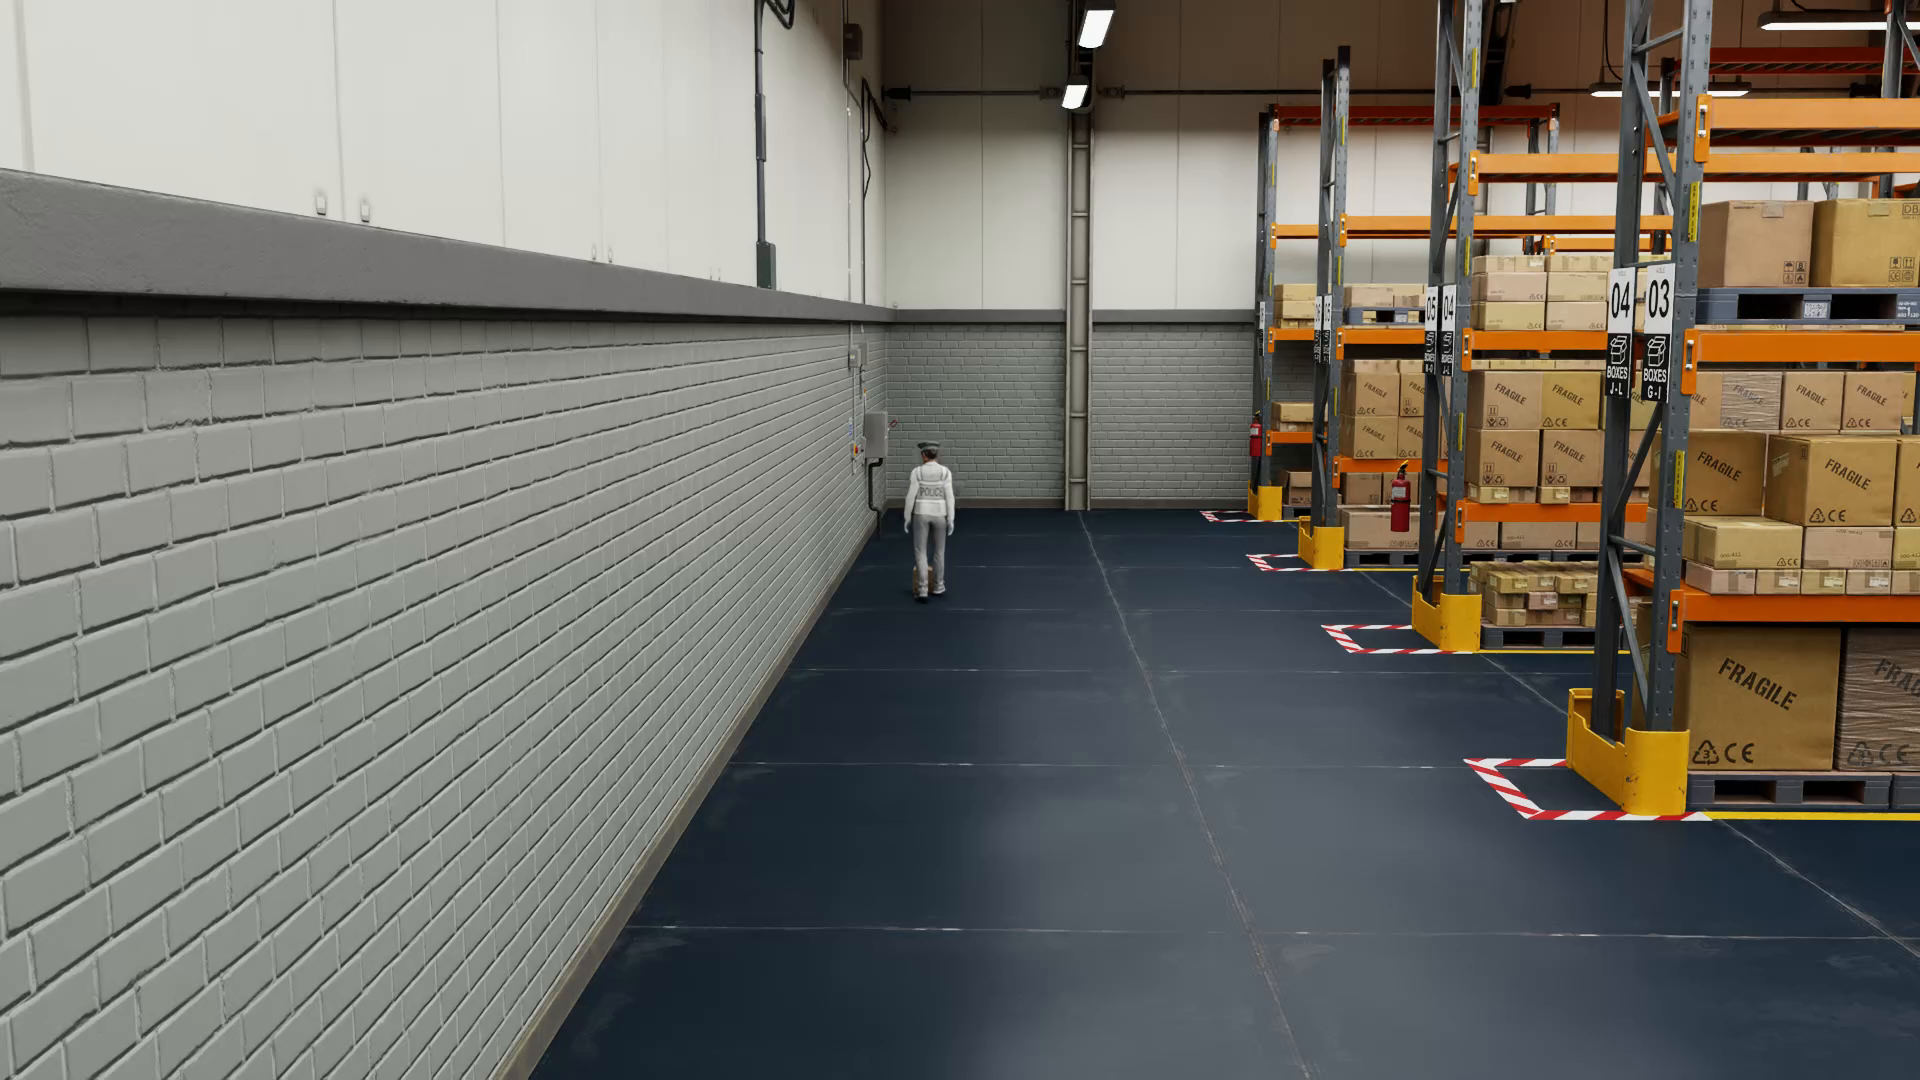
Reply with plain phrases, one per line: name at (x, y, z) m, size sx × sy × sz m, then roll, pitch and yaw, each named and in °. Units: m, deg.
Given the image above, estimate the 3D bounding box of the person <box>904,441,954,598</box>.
person at (-0.334, -0.224, 17.419) m, size 0.520 × 1.636 × 0.738 m, roll -1°, pitch 7°, yaw -8°
